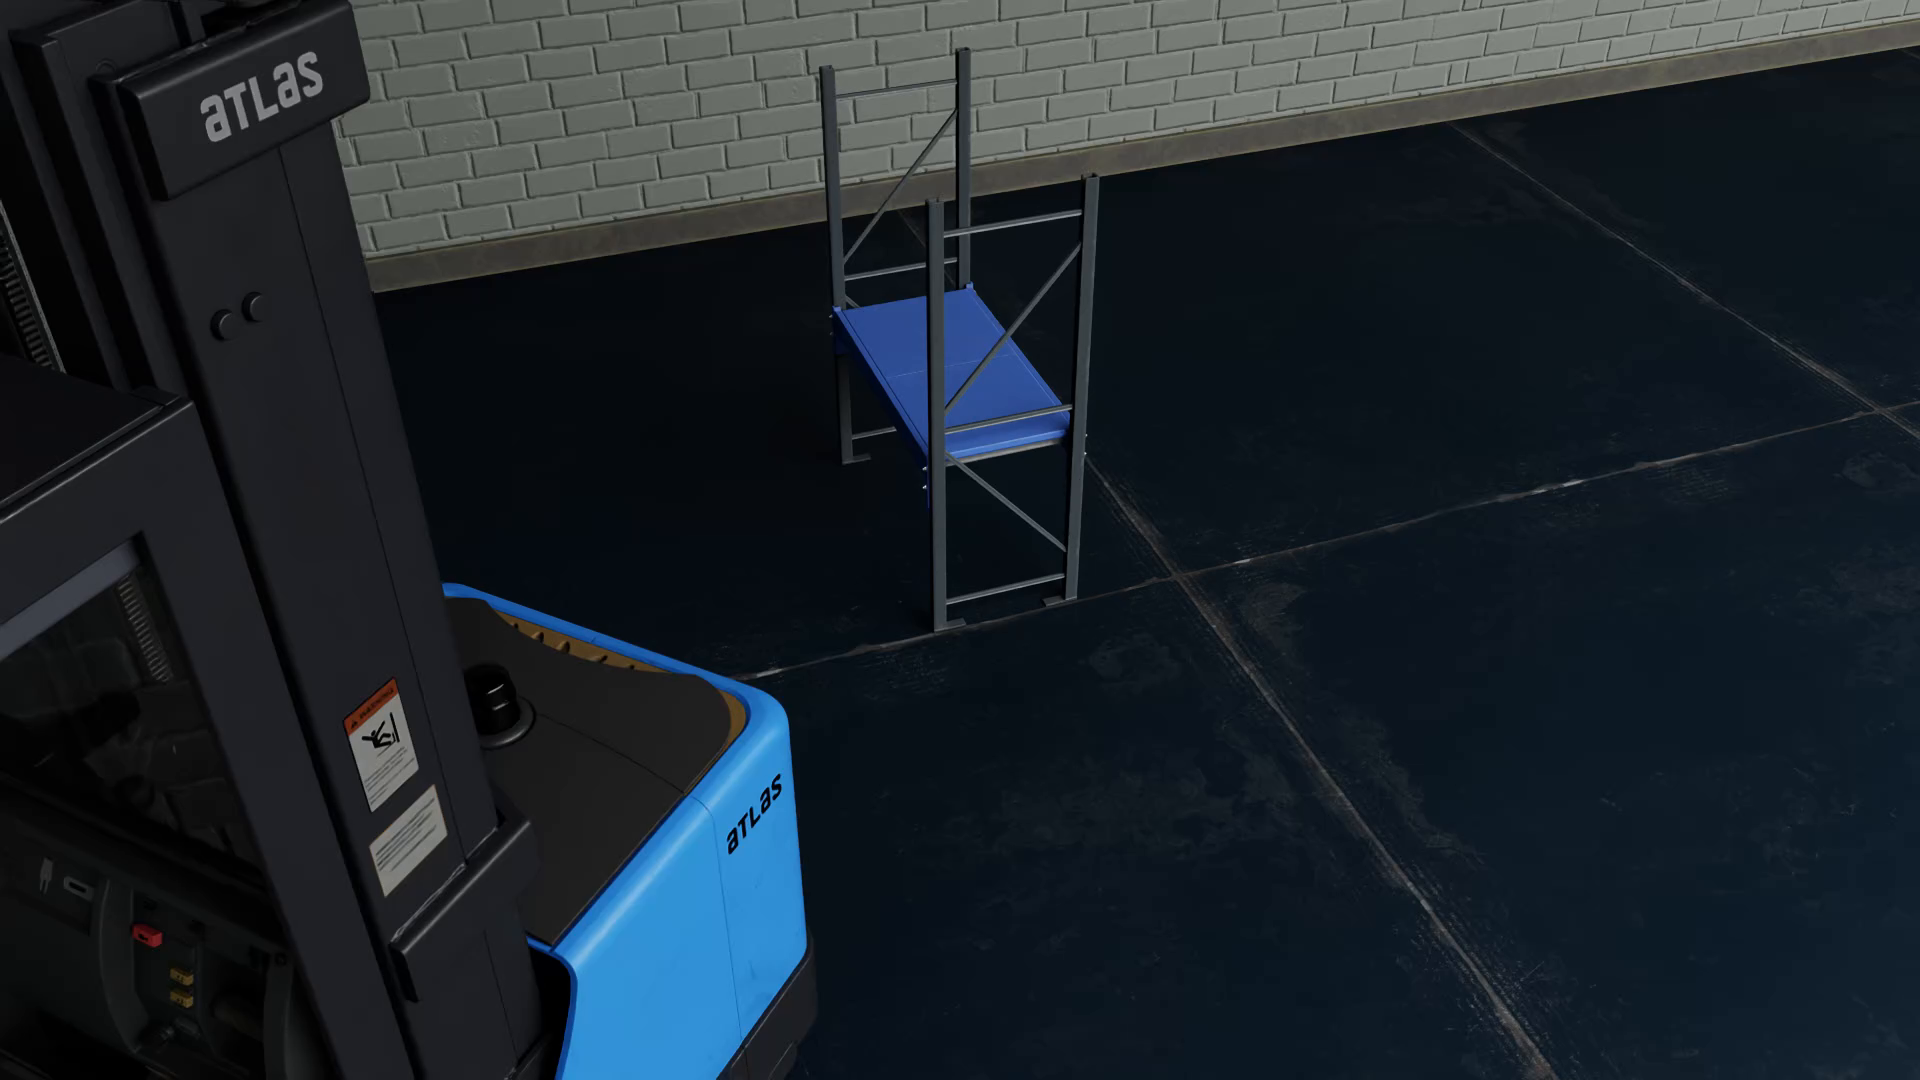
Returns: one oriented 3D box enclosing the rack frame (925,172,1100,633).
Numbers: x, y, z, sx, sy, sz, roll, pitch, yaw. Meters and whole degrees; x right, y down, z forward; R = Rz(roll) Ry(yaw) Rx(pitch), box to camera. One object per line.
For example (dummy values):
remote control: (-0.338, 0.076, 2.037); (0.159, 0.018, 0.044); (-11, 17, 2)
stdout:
rack frame: (0.146, -0.360, 4.981); (0.500, 1.500, 0.032); (-12, 39, -16)

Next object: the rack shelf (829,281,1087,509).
rack shelf: (-0.029, -0.504, 5.471); (0.538, 0.185, 1.000); (-12, 39, -16)

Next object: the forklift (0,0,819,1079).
forklift: (-1.458, 0.687, 2.402); (1.130, 2.935, 3.031); (17, 40, 21)

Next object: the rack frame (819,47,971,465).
rack frame: (-0.204, -0.934, 5.744); (0.500, 1.500, 0.032); (-12, 39, -16)

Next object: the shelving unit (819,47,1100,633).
shelving unit: (-0.029, -0.647, 5.363); (0.538, 1.500, 1.048); (-12, 39, -16)
